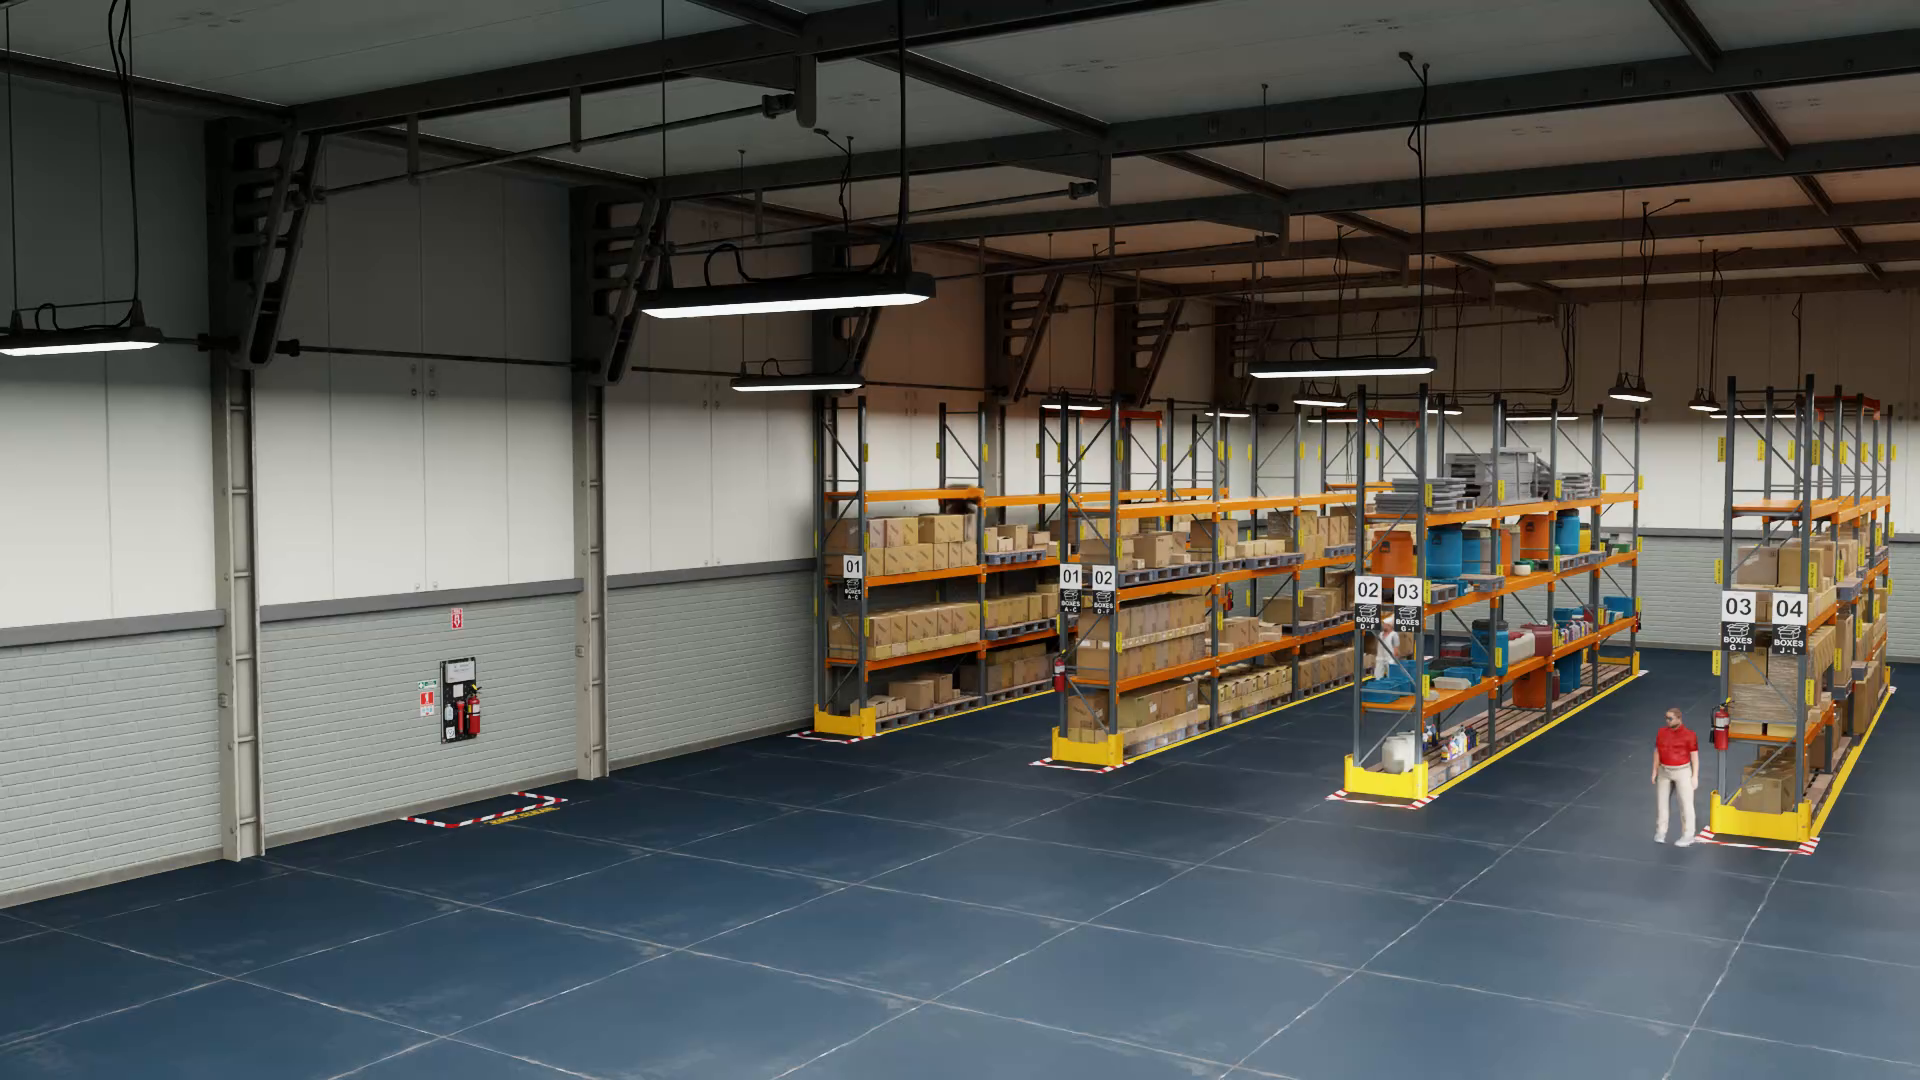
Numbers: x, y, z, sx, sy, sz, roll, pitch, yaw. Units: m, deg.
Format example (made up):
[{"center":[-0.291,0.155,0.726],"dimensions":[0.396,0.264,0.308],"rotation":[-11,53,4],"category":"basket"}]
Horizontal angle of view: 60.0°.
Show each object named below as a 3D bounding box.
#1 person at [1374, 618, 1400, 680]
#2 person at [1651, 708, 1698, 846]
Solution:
[{"center":[8.380,2.396,32.671],"dimensions":[0.505,1.733,1.049],"rotation":[1,3,25],"category":"person"},{"center":[9.137,3.015,21.311],"dimensions":[0.421,1.734,0.574],"rotation":[-3,4,-43],"category":"person"}]
